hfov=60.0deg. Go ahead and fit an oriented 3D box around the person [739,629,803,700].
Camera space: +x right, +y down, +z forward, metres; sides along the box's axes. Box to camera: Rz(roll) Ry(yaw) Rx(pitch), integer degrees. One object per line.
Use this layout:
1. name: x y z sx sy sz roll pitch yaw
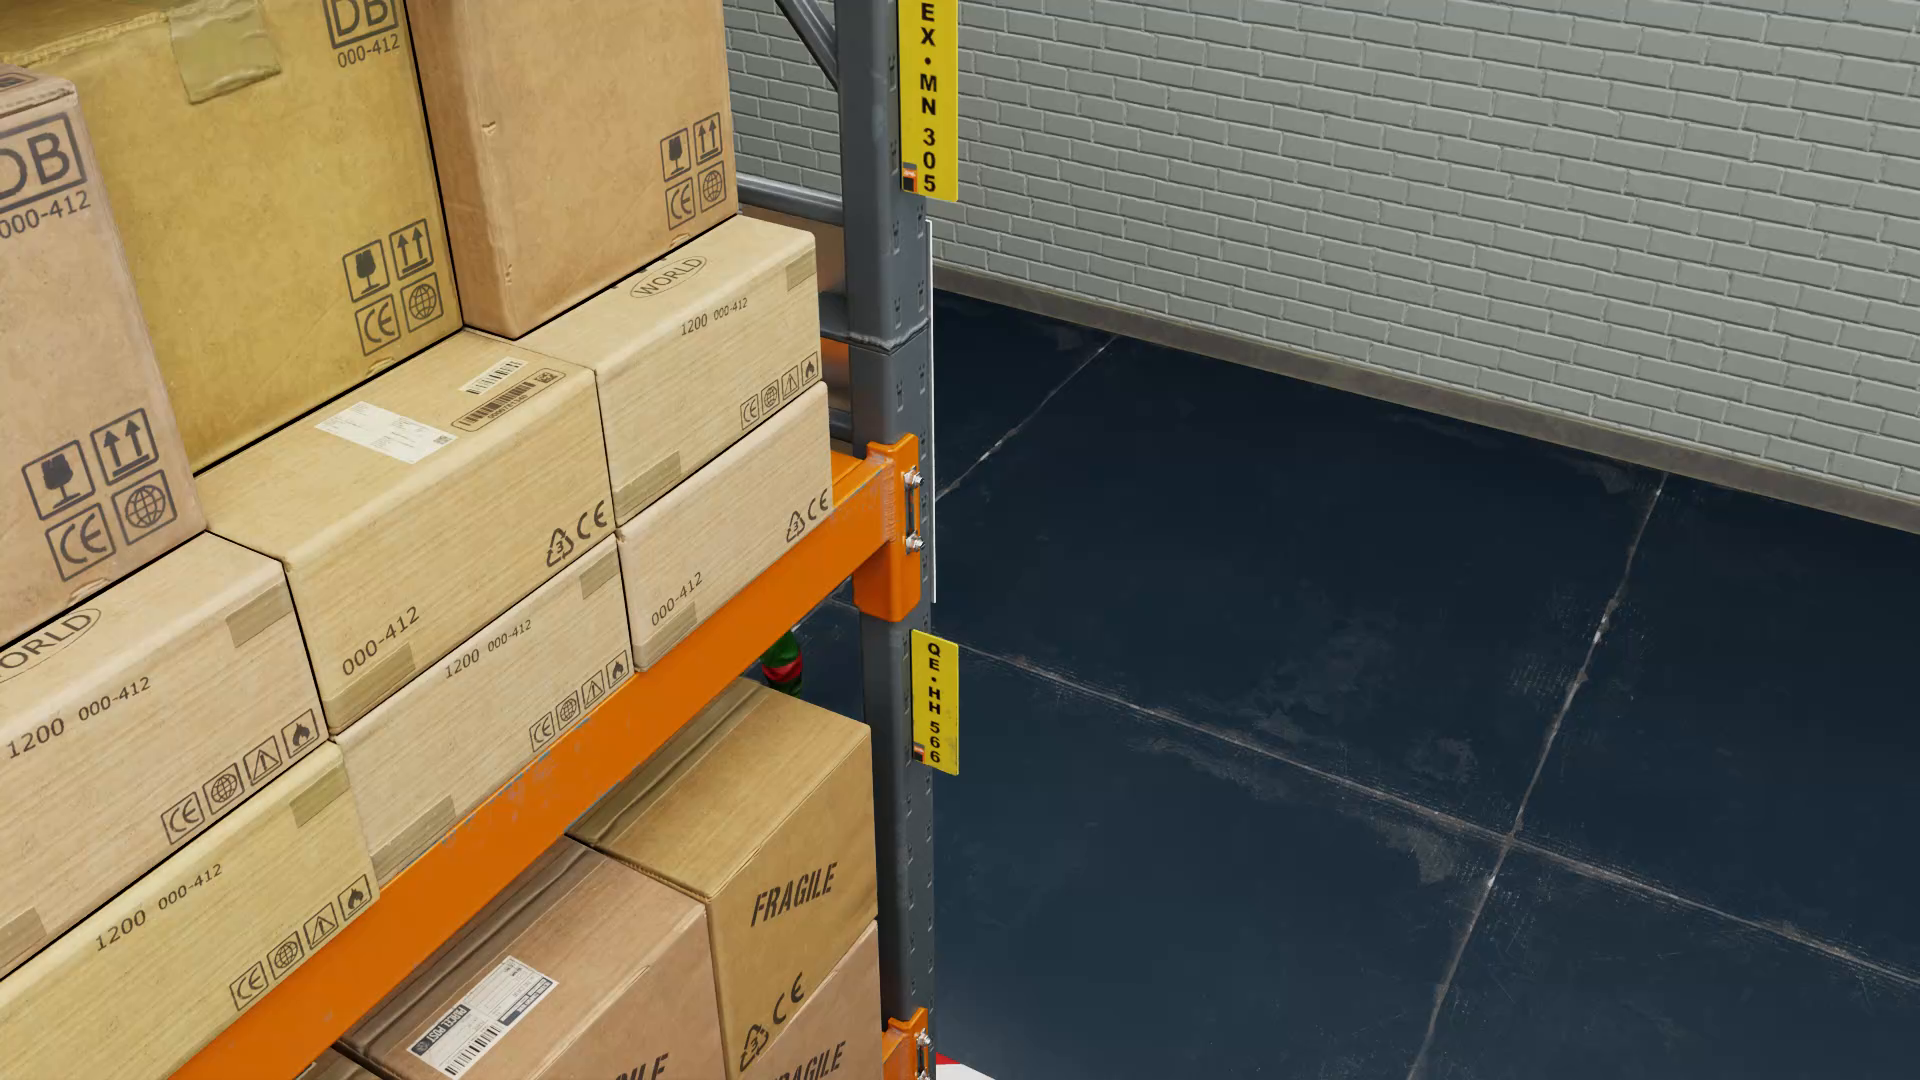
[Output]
1. person: -0.802 -0.037 6.131 0.589 1.722 0.447 16 37 22
